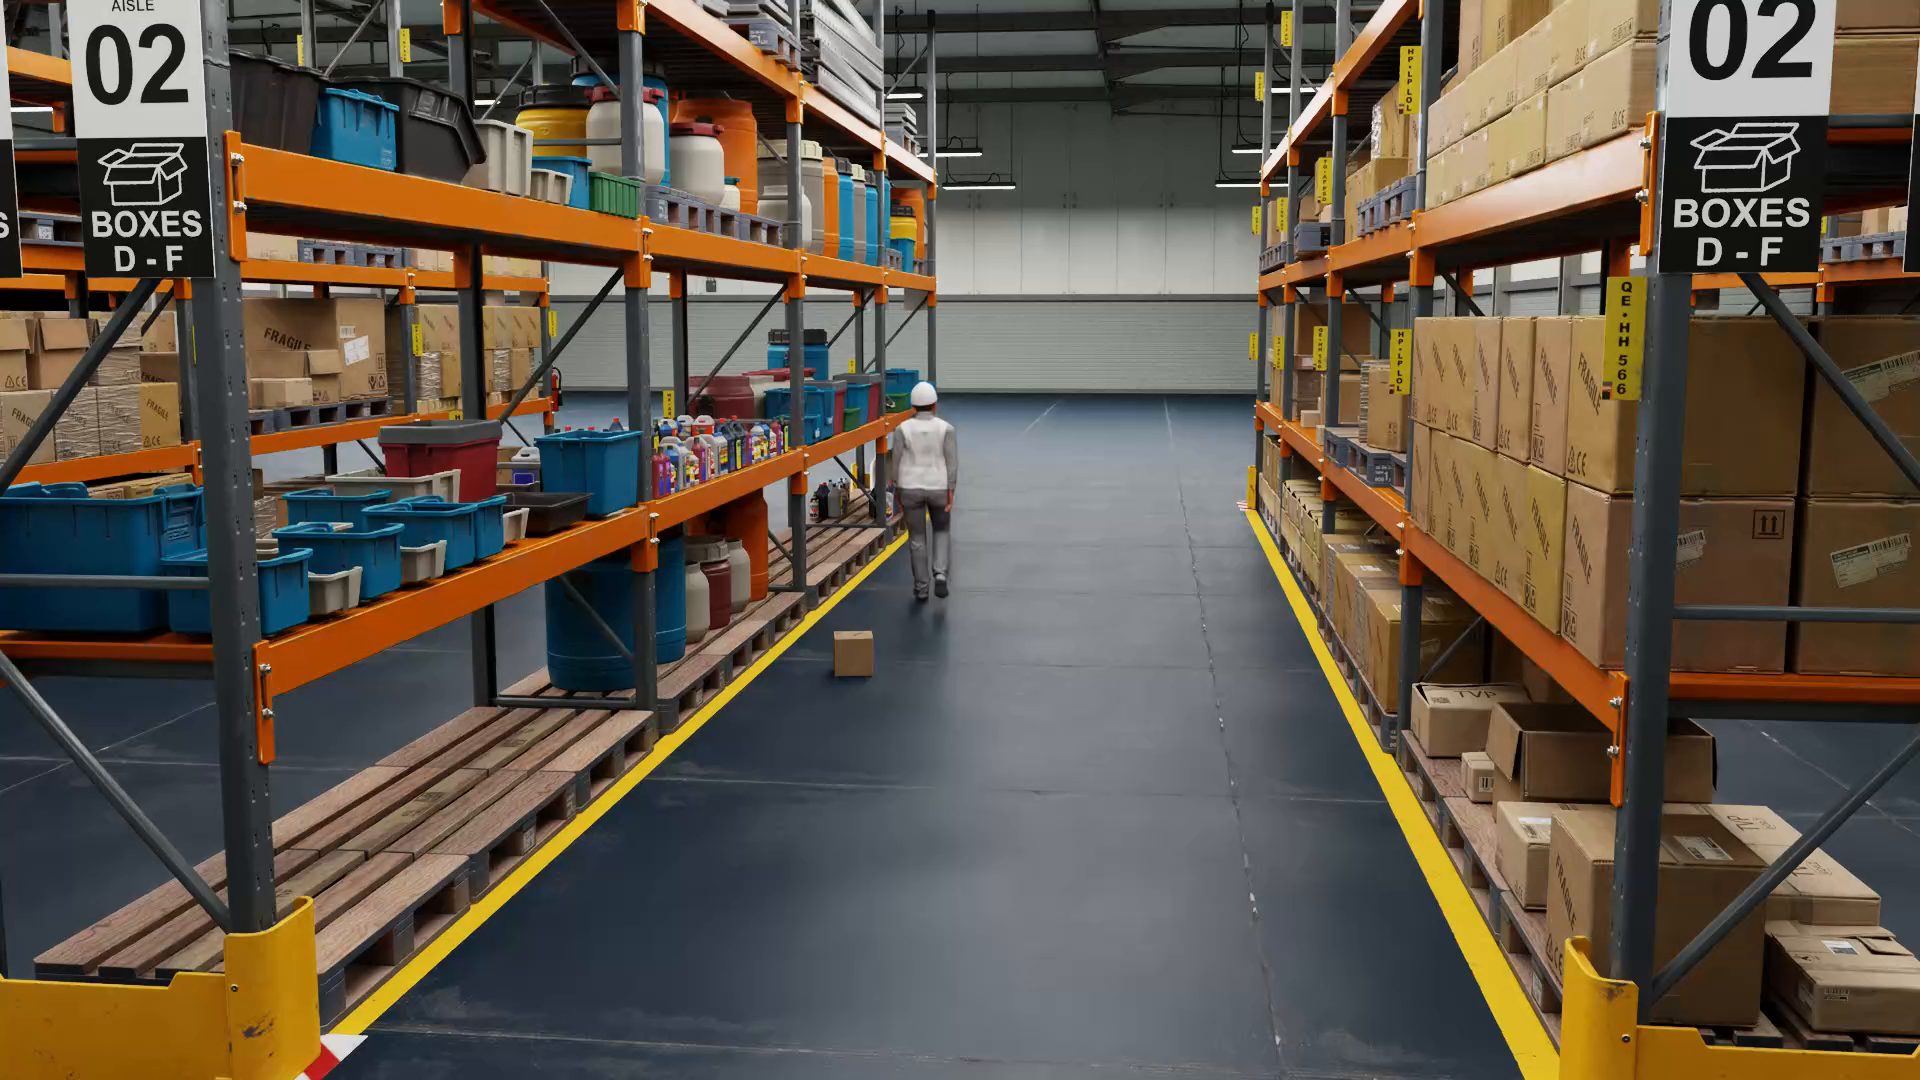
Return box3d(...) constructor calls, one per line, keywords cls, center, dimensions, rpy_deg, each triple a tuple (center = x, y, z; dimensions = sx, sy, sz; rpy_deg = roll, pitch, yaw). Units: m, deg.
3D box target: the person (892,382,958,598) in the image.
box3d(cls="person", center=(-0.296, -0.400, 13.690), dimensions=(0.535, 1.805, 0.472), rpy_deg=(-1, 8, -5))
